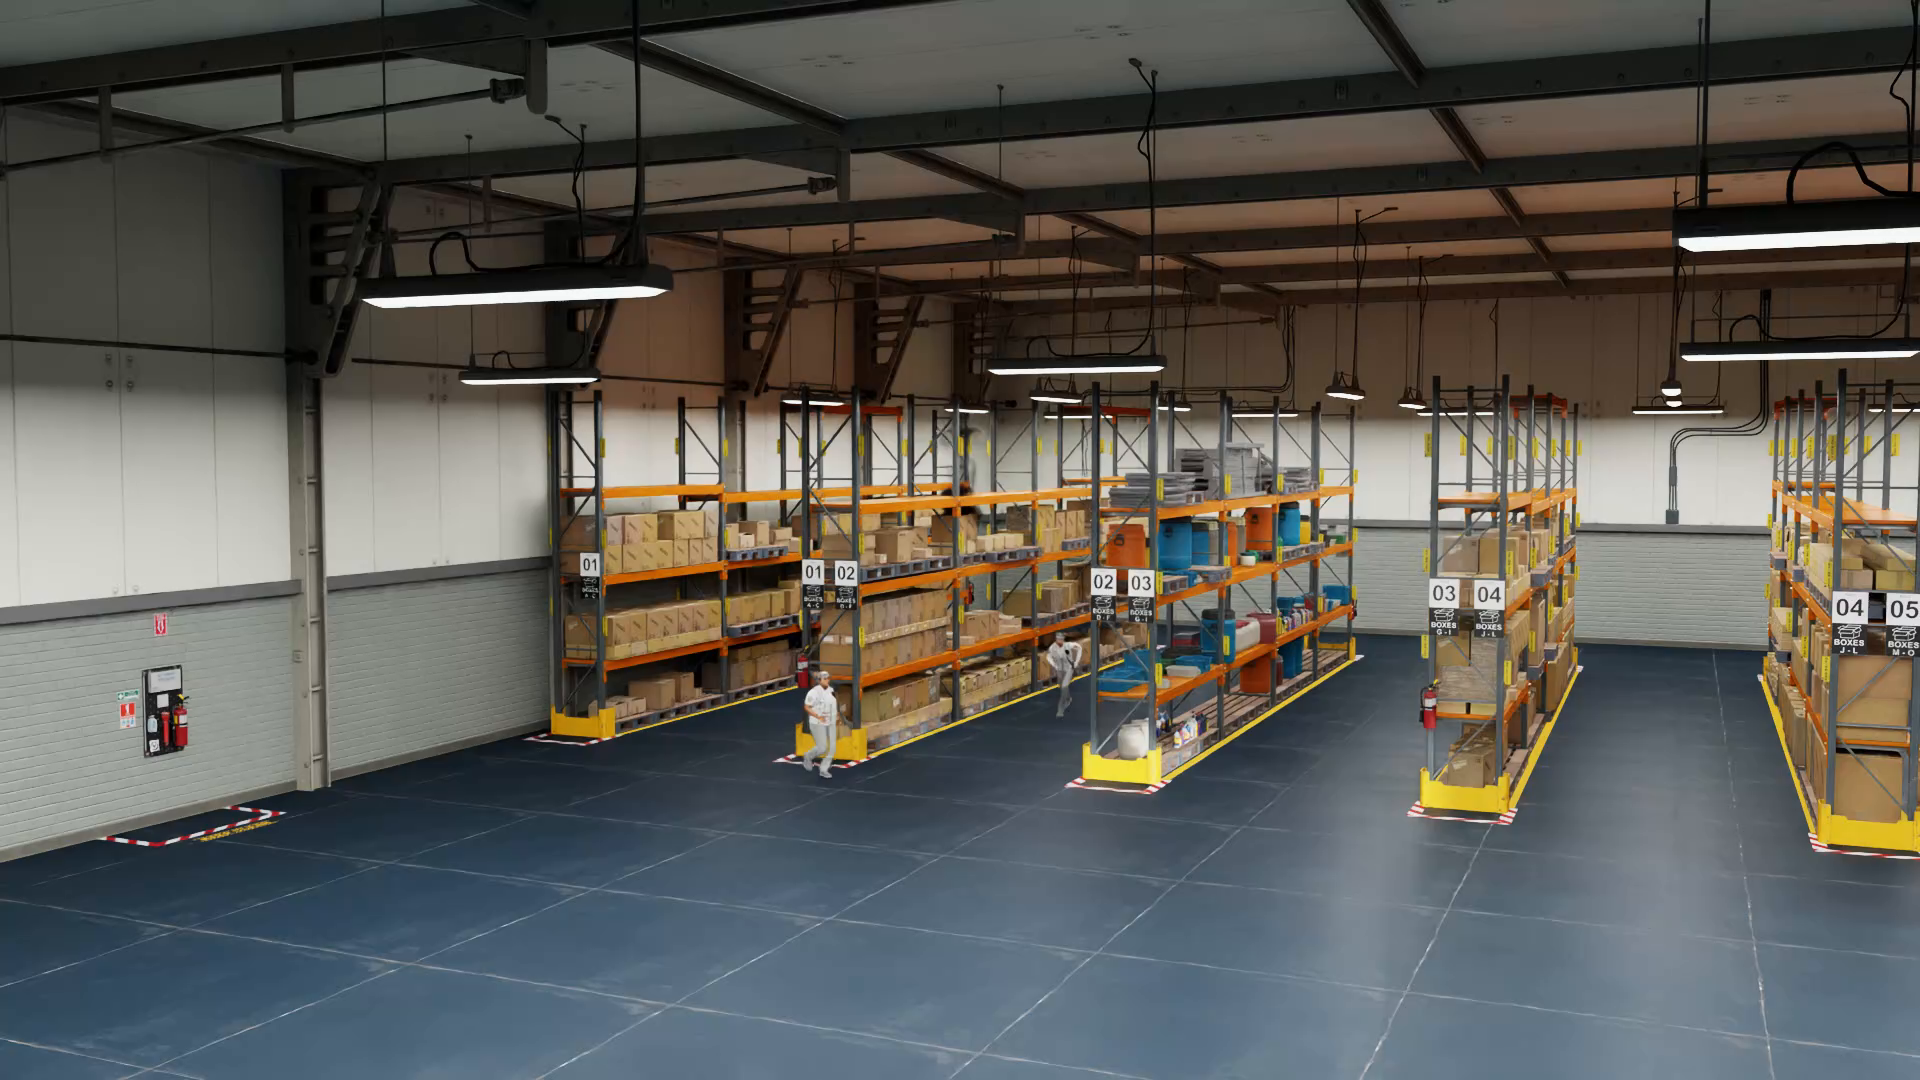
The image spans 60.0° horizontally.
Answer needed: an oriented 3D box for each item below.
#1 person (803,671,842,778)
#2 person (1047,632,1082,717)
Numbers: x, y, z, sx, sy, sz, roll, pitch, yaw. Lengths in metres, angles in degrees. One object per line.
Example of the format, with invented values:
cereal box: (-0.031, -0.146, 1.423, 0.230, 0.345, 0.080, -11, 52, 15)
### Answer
person: (-2.107, 2.793, 25.320, 0.561, 1.622, 0.595, 3, 4, 44)
person: (1.984, 2.504, 31.339, 0.658, 1.626, 0.969, 1, 3, 15)
